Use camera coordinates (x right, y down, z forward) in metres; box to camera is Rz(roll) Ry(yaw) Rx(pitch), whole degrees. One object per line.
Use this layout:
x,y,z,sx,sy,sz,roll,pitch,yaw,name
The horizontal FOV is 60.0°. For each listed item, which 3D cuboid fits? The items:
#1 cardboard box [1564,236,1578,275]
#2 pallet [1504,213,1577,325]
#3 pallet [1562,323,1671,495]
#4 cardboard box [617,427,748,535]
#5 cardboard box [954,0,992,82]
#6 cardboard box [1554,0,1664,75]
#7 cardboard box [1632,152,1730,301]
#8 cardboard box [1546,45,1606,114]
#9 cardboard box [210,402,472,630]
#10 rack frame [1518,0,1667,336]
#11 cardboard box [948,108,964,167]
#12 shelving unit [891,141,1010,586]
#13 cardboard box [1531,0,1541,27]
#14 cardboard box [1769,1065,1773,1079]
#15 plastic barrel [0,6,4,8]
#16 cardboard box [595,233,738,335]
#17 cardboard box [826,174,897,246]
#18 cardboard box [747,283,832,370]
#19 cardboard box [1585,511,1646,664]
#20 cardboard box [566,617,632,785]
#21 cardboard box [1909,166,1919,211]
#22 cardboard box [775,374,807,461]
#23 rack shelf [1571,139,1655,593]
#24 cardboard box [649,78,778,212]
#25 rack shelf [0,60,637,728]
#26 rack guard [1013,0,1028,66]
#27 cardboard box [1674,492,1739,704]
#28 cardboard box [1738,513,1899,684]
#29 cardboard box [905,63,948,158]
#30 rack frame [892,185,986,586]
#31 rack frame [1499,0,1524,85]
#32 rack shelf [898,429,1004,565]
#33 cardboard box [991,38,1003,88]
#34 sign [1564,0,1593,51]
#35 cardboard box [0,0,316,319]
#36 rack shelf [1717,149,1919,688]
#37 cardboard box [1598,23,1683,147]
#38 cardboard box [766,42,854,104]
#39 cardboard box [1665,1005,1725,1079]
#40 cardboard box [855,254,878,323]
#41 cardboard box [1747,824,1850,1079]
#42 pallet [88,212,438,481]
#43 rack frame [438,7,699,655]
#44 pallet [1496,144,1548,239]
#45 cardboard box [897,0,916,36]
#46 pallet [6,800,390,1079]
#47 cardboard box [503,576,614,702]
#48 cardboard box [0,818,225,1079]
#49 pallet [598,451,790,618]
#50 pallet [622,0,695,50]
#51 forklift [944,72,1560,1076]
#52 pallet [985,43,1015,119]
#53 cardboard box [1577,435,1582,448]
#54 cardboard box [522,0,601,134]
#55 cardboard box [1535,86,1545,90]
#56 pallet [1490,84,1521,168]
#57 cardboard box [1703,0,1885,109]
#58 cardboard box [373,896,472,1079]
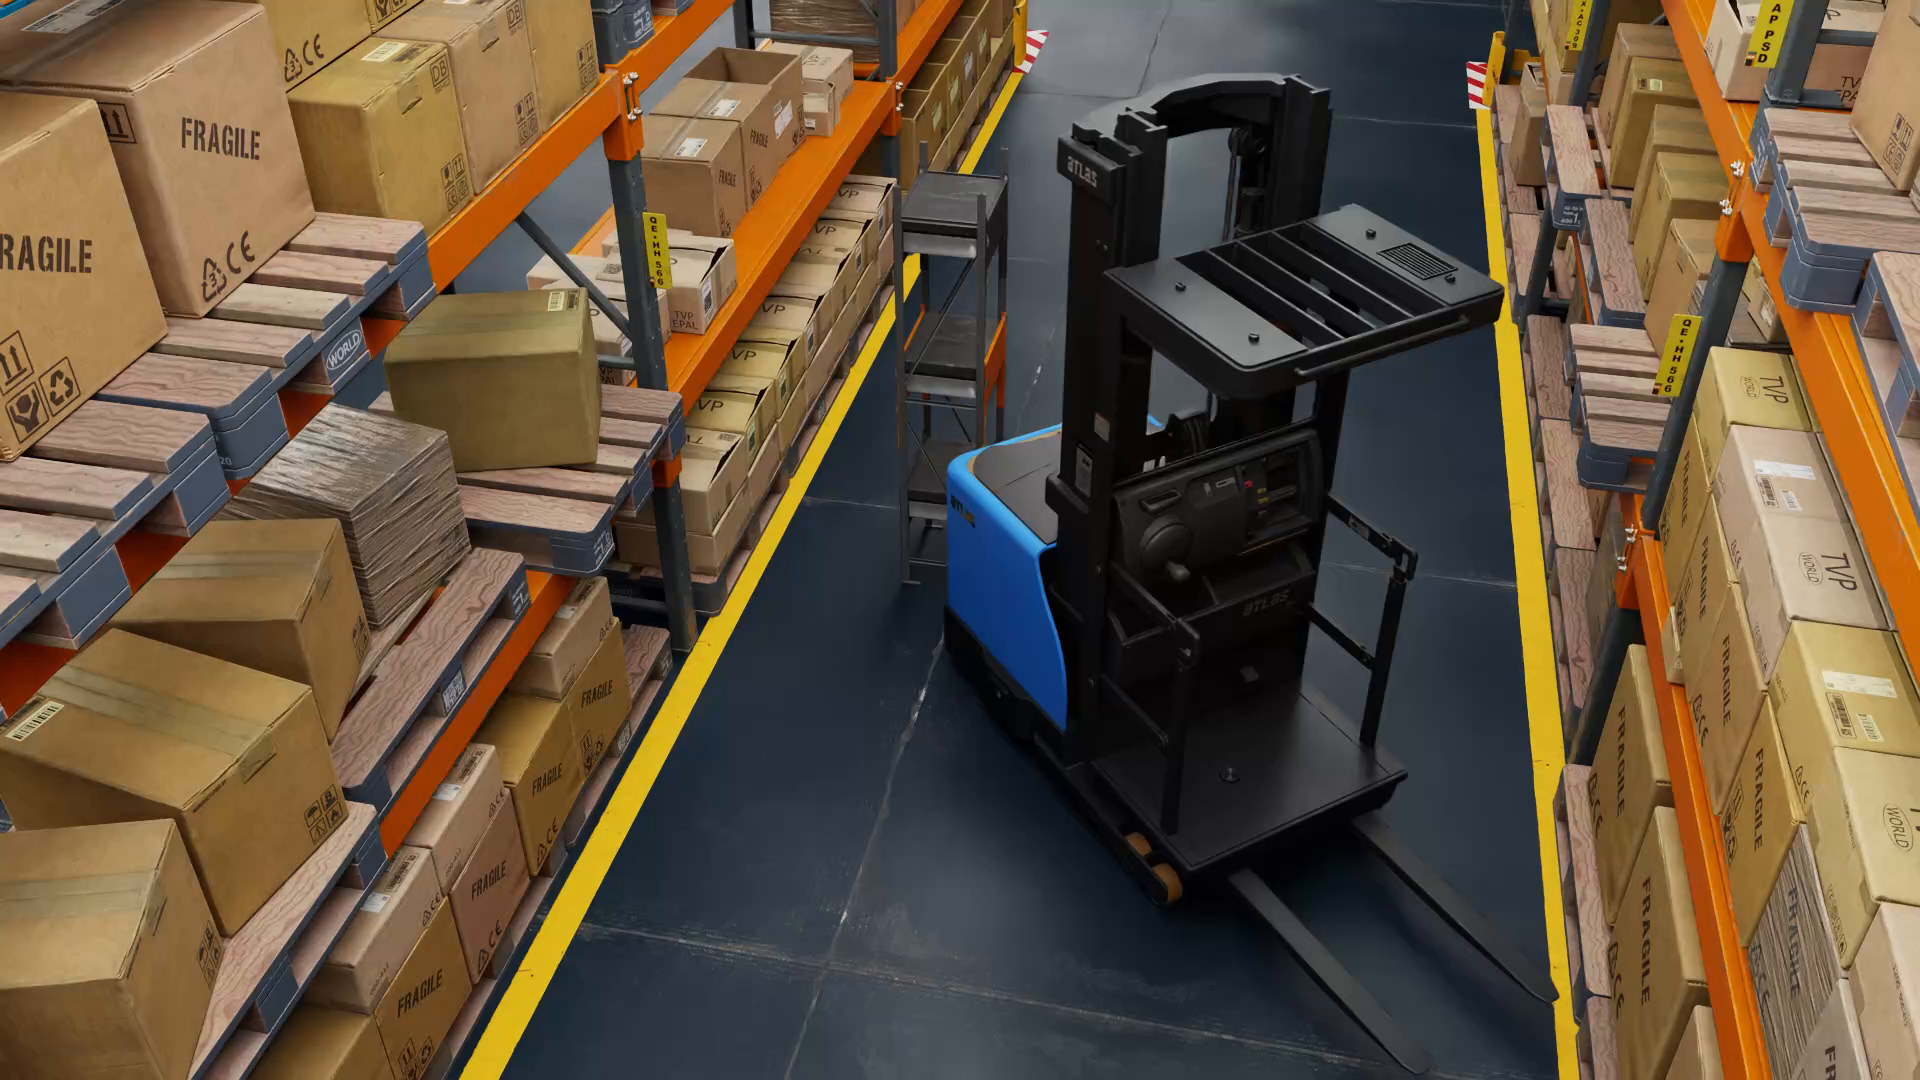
4.040,-1.793,10.478,0.380,0.166,0.250,3,36,4,cardboard box
4.064,-1.712,10.702,1.003,0.211,1.213,7,37,10,pallet
3.149,-0.503,6.821,1.213,0.211,1.003,7,37,10,pallet
-1.341,-0.324,7.919,0.500,0.311,0.500,9,37,12,cardboard box
-0.054,-3.804,12.559,0.500,0.500,0.500,7,37,10,cardboard box
3.754,-3.012,9.592,0.500,0.500,0.500,7,37,10,cardboard box
3.435,-1.365,7.387,0.700,0.500,0.500,7,37,10,cardboard box
3.760,-2.709,9.812,0.500,0.250,0.500,7,37,10,cardboard box
-2.146,-0.112,5.676,0.700,0.500,0.500,14,38,19,cardboard box
3.955,-2.452,9.347,1.000,3.000,0.127,7,37,10,rack frame
-0.267,-2.927,11.988,0.500,0.250,0.500,7,37,10,cardboard box
-0.035,-0.755,7.773,0.431,2.100,0.503,7,37,10,shelving unit
4.073,-3.572,11.003,0.500,0.250,0.500,8,37,10,cardboard box
2.288,1.418,4.205,0.380,0.149,0.250,7,37,10,cardboard box
-6.142,-3.227,10.301,0.433,0.535,0.433,0,36,0,plastic barrel
-1.360,-1.230,7.737,0.500,0.311,0.500,7,37,9,cardboard box
-0.692,-2.086,10.350,0.500,0.311,0.500,7,37,10,cardboard box
-1.017,-1.214,9.146,0.500,0.311,0.500,7,36,9,cardboard box
3.203,0.256,7.366,0.700,0.500,0.500,8,37,11,cardboard box
-1.710,0.622,6.861,0.500,0.500,0.500,9,37,12,cardboard box
2.991,-0.996,4.322,0.700,0.500,0.500,5,36,7,cardboard box
-1.129,-0.684,8.894,0.500,0.250,0.500,6,36,9,cardboard box
3.528,-1.014,7.976,1.077,0.370,4.000,7,37,10,rack shelf
-1.285,-2.084,8.754,0.500,0.500,0.500,7,37,10,cardboard box
-2.167,-0.554,4.785,1.077,0.370,4.000,7,37,10,rack shelf
-0.026,-4.365,14.117,1.175,0.500,0.348,7,37,10,rack guard
2.626,0.218,5.308,0.500,0.500,0.500,8,37,12,cardboard box
2.535,0.192,4.704,0.500,0.250,0.500,8,37,10,cardboard box
-0.381,-2.945,11.374,0.500,0.500,0.500,7,37,10,cardboard box
-0.088,-0.615,7.580,0.400,2.100,0.015,7,37,10,rack frame
4.809,-4.745,12.511,1.000,3.000,0.127,7,37,10,rack frame
-0.035,-0.177,8.192,0.431,0.518,0.480,7,37,10,rack shelf
0.048,-3.788,13.175,0.500,0.250,0.500,7,37,10,cardboard box
3.423,-2.866,9.181,0.100,0.325,0.005,7,37,10,sign
-2.132,-0.994,4.252,0.600,0.600,0.600,6,36,8,cardboard box
2.673,0.065,3.932,1.077,0.370,4.000,7,37,10,rack shelf
3.813,-2.383,8.792,0.700,0.500,0.500,7,37,10,cardboard box
-0.948,-2.722,9.848,0.500,0.250,0.500,10,37,13,cardboard box
2.445,1.936,4.767,0.750,0.750,0.750,8,37,11,cardboard box
-0.801,-1.563,10.106,0.500,0.250,0.500,7,36,9,cardboard box
2.313,1.089,4.106,0.500,0.500,0.500,7,37,10,cardboard box
-2.168,-0.583,4.372,1.213,0.211,1.003,7,37,10,pallet
-1.740,-0.777,7.036,1.000,3.000,0.127,7,37,10,rack frame
4.322,-2.414,11.670,1.003,0.211,1.213,7,37,10,pallet
-0.690,-3.669,10.942,0.700,0.500,0.500,7,37,9,cardboard box
-2.317,1.149,4.542,1.003,0.211,1.213,7,37,10,pallet
-1.718,0.352,6.595,0.500,0.250,0.500,9,37,12,cardboard box
-2.274,1.062,4.056,0.700,0.500,0.500,-4,36,-6,cardboard box
-1.526,-0.115,8.499,1.003,0.211,1.213,7,37,10,pallet
-1.682,-2.316,6.764,1.213,0.211,1.003,9,37,12,pallet
1.093,-0.060,6.105,1.130,2.935,3.031,-18,40,-24,forklift
-0.153,-3.791,13.571,1.003,0.211,1.213,7,37,10,pallet
3.604,-0.604,8.552,0.700,0.500,0.500,8,37,10,cardboard box
-1.800,-1.778,5.776,0.910,0.500,0.500,7,37,10,cardboard box
4.452,-3.122,12.188,0.500,0.311,0.500,10,37,14,cardboard box
4.585,-3.111,12.633,1.003,0.211,1.213,7,37,10,pallet
2.990,-1.792,5.939,0.500,0.311,0.500,7,37,10,cardboard box
-2.036,1.510,5.635,0.500,0.500,0.500,8,37,11,cardboard box
